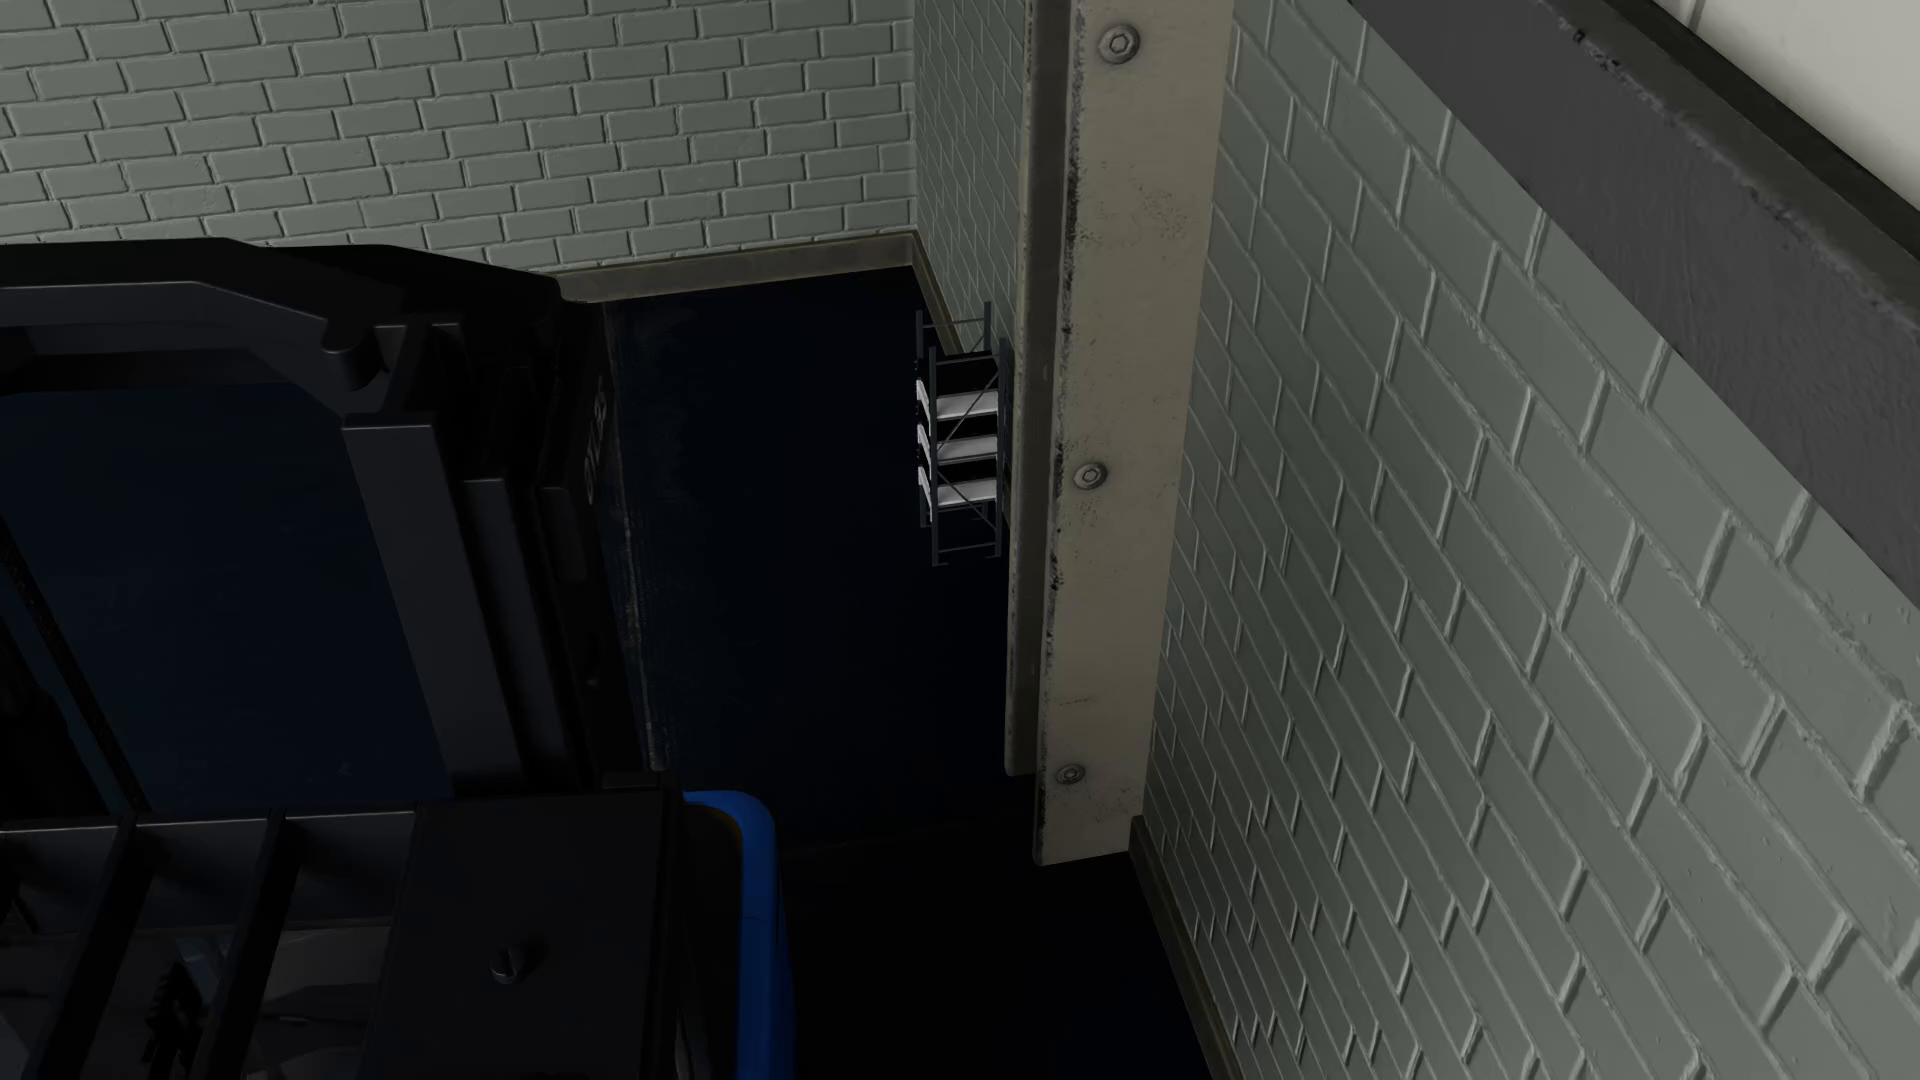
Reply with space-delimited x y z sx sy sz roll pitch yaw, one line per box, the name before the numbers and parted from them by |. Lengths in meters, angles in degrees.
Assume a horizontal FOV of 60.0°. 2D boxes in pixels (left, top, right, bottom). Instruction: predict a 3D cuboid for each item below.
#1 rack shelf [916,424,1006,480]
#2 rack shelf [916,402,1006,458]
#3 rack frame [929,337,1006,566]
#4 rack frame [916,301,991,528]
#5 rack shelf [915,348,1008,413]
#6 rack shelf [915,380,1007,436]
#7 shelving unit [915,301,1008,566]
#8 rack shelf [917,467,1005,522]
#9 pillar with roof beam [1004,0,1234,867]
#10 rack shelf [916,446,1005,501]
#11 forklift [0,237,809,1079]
rack shelf | 0.002 -0.306 5.467 0.258 0.077 0.200 -8 42 -9
rack shelf | 0.002 -0.374 5.408 0.258 0.077 0.200 -8 42 -9
rack frame | 0.024 -0.265 5.371 0.240 0.900 0.006 -8 42 -9
rack frame | -0.020 -0.397 5.520 0.240 0.900 0.006 -8 42 -9
rack shelf | 0.002 -0.508 5.288 0.258 0.077 0.200 -8 42 -9
rack shelf | 0.002 -0.441 5.348 0.258 0.077 0.200 -8 42 -9
shelving unit | 0.002 -0.331 5.445 0.258 0.900 0.210 -8 42 -9
rack shelf | 0.002 -0.172 5.587 0.258 0.077 0.200 -8 42 -9
pillar with roof beam | -3.880 -1.974 1.195 9.100 9.000 0.400 -8 42 -9
rack shelf | 0.002 -0.239 5.527 0.258 0.077 0.200 -8 42 -9
forklift | -0.812 1.232 2.154 1.130 2.935 3.031 -2 42 -3
